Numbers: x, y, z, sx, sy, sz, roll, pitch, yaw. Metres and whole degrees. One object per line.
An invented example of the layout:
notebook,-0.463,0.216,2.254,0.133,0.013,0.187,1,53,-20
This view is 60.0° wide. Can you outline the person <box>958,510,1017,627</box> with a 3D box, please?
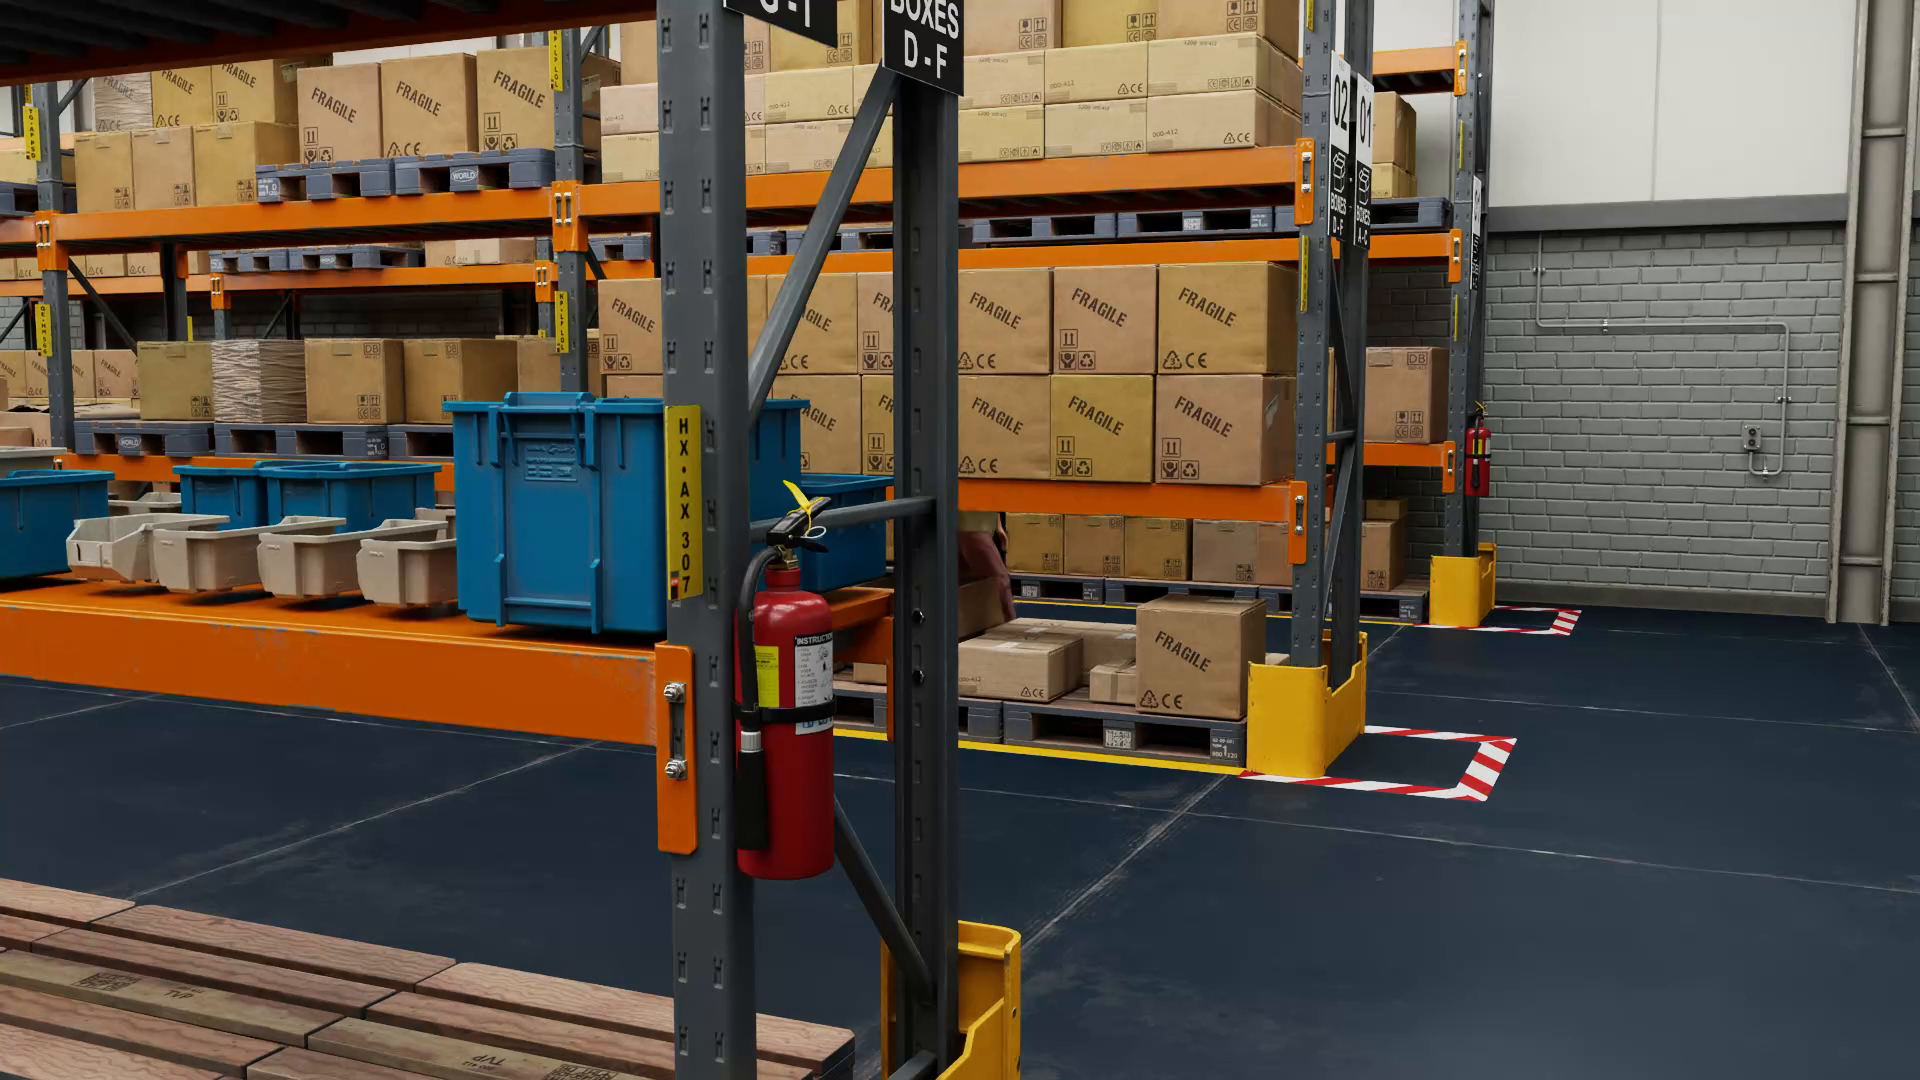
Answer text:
person,0.077,-0.051,10.352,1.037,1.620,0.461,2,6,23
